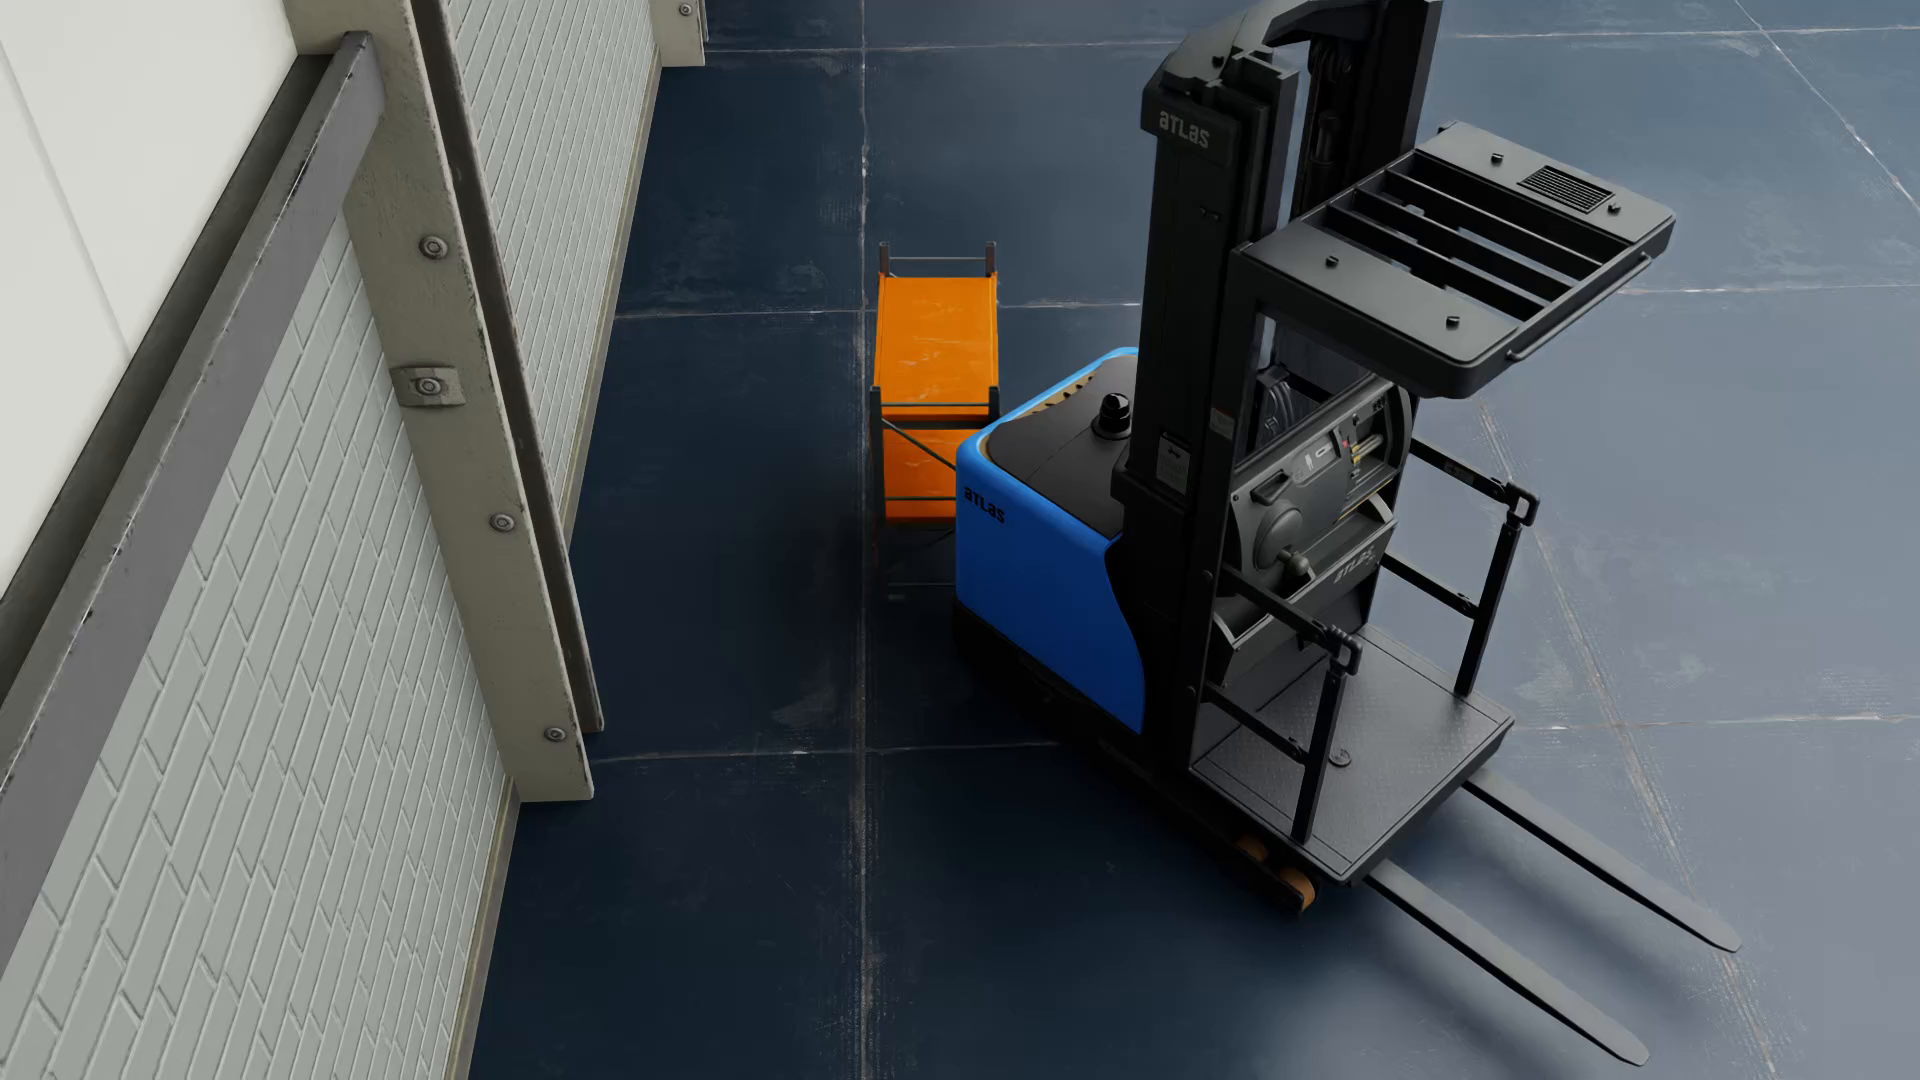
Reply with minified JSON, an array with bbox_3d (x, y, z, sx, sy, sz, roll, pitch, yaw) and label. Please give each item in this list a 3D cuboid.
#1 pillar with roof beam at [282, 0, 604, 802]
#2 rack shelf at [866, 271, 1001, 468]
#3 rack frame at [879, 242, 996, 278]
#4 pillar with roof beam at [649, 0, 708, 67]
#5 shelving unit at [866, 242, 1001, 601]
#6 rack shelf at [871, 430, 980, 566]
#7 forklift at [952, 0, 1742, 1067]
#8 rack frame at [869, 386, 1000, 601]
[{"bbox_3d":[2.741,-2.584,3.559,9.100,9.000,0.400,-2,43,-2],"label":"pillar with roof beam"},{"bbox_3d":[-0.096,-0.726,6.926,0.538,0.278,1.000,0,43,0],"label":"rack shelf"},{"bbox_3d":[-0.096,-0.853,7.498,0.500,1.125,0.032,0,43,0],"label":"rack frame"},{"bbox_3d":[2.486,-6.634,7.978,9.100,9.000,0.400,-2,43,-2],"label":"pillar with roof beam"},{"bbox_3d":[-0.096,-0.510,7.123,0.538,1.125,1.048,0,43,0],"label":"shelving unit"},{"bbox_3d":[-0.096,-0.330,7.289,0.538,0.278,1.000,0,43,0],"label":"rack shelf"},{"bbox_3d":[1.348,-0.146,5.389,1.130,2.935,3.031,-33,52,-31],"label":"forklift"},{"bbox_3d":[-0.097,-0.166,6.749,0.500,1.125,0.032,0,43,0],"label":"rack frame"}]
